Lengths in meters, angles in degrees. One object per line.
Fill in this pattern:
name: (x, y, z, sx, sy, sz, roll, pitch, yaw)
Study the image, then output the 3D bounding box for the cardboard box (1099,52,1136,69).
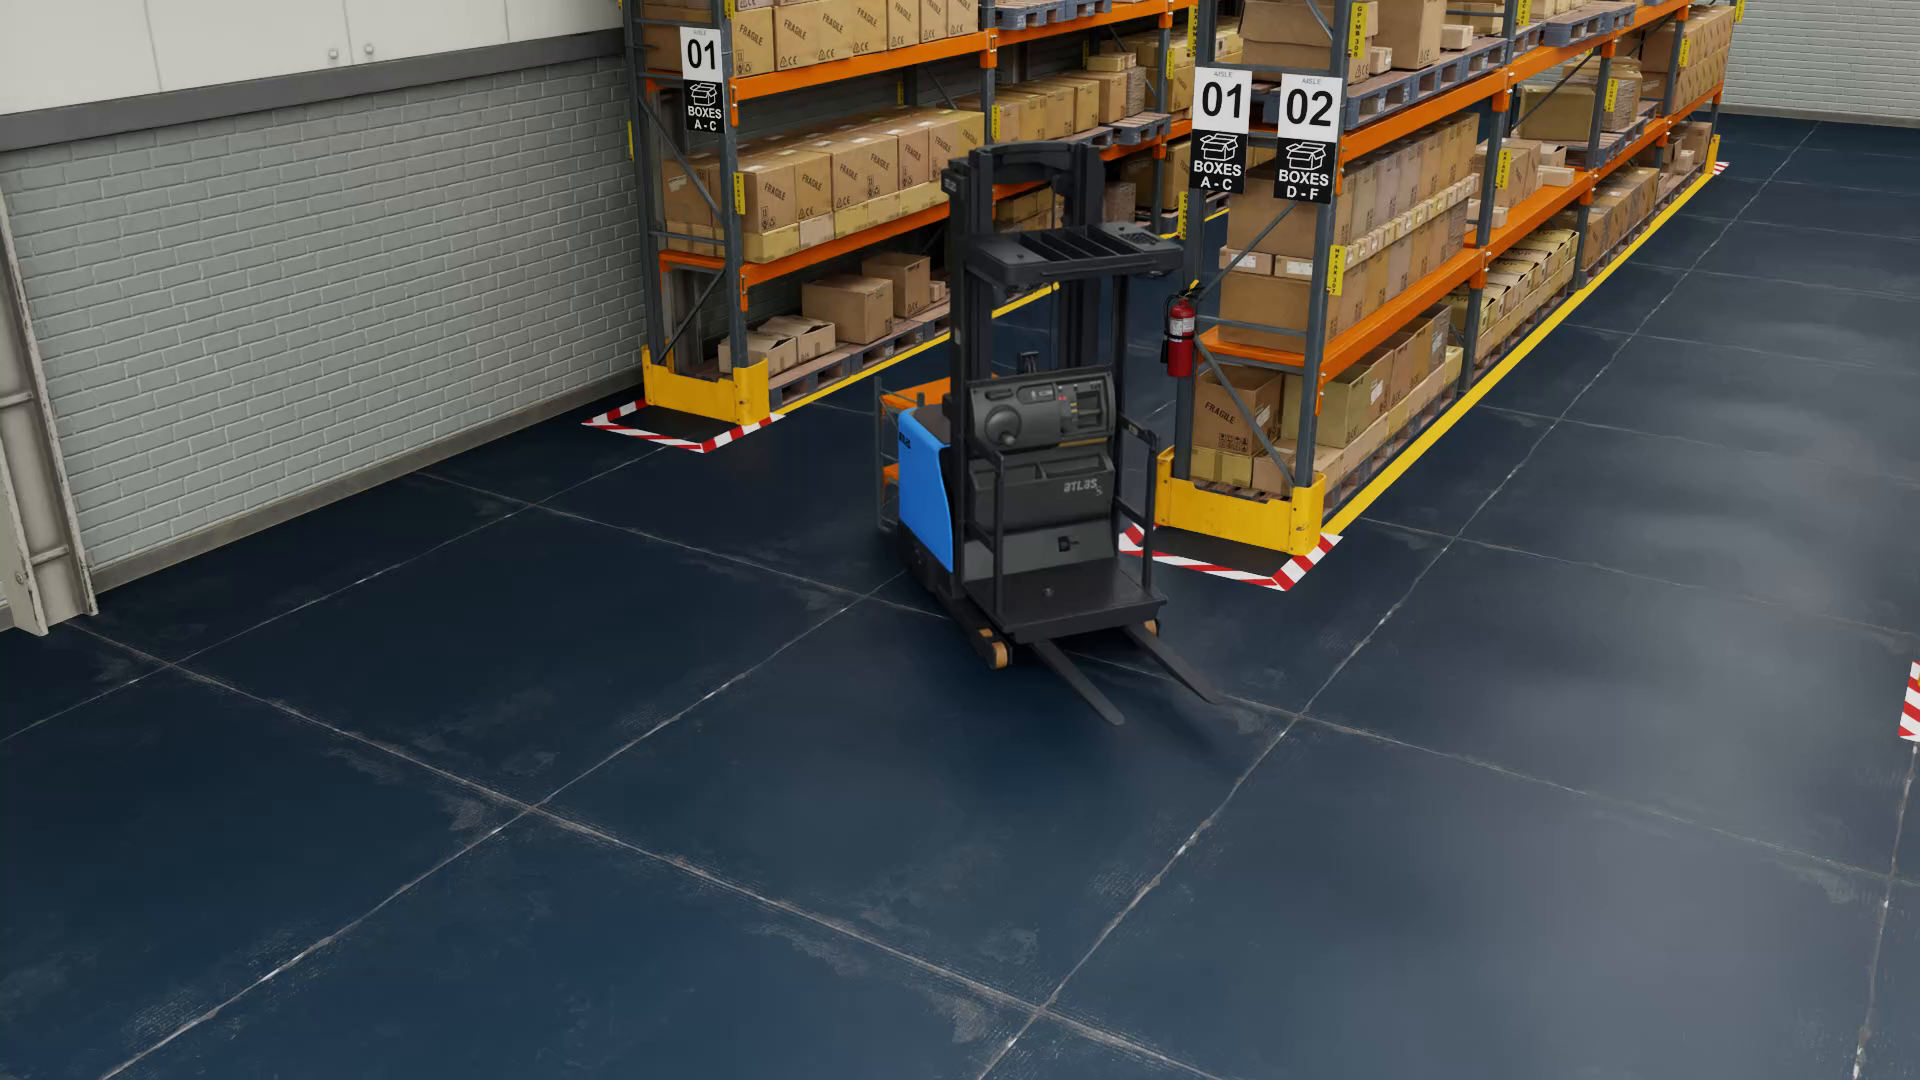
cardboard box: (1.838, -5.605, 19.426, 0.380, 0.149, 0.250, 10, 25, 22)

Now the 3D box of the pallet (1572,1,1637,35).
pallet: (5.923, -5.188, 16.420, 1.213, 0.211, 1.003, 15, 28, 31)

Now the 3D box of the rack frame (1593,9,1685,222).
rack frame: (8.315, -5.496, 20.669, 1.000, 3.000, 0.127, 14, 27, 29)

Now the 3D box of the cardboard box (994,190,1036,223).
cardboard box: (0.488, -3.632, 18.014, 0.500, 0.250, 0.500, 13, 27, 28)

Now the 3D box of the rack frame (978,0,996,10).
rack frame: (-0.116, -6.585, 15.635, 1.000, 3.000, 0.127, 14, 27, 29)

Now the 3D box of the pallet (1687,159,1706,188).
pallet: (9.965, -5.271, 23.660, 1.003, 0.211, 1.213, 14, 27, 29)

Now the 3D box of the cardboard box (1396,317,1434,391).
cardboard box: (3.502, -1.532, 13.502, 0.500, 0.500, 0.500, 14, 27, 29)

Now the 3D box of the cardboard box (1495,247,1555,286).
cardboard box: (5.601, -2.759, 16.574, 0.500, 0.311, 0.500, 14, 27, 29)

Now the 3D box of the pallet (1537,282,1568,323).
pallet: (5.737, -2.596, 17.481, 1.003, 0.211, 1.213, 14, 27, 29)

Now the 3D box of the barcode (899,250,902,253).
barcode: (-0.604, -2.902, 16.868, 0.001, 0.075, 0.075, 14, 27, 29)

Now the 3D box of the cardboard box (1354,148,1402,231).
cardboard box: (2.808, -2.608, 12.241, 0.700, 0.500, 0.500, 14, 27, 29)

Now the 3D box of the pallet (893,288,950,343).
pallet: (-0.440, -2.319, 16.840, 1.003, 0.211, 1.213, 14, 27, 29)

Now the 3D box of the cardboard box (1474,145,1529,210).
cardboard box: (5.056, -3.444, 15.804, 0.500, 0.500, 0.500, 14, 27, 29)

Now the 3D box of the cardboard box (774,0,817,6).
cardboard box: (-1.508, -4.611, 13.439, 0.500, 0.500, 0.500, 14, 27, 28)

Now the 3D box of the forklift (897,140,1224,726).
forklift: (0.584, -0.759, 9.813, 1.130, 2.935, 3.031, -9, 25, -20)

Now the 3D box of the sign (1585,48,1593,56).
sign: (7.850, -6.004, 20.754, 0.100, 0.325, 0.005, 14, 27, 29)

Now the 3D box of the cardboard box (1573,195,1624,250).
cardboard box: (7.228, -3.640, 18.976, 0.500, 0.500, 0.500, 13, 27, 28)

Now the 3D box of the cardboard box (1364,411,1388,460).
cardboard box: (2.982, -0.849, 12.868, 0.500, 0.250, 0.500, 14, 27, 29)

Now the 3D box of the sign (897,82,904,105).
sign: (-0.589, -4.479, 16.863, 0.100, 0.325, 0.005, 14, 27, 29)

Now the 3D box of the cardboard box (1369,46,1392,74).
cardboard box: (2.755, -3.324, 11.488, 0.380, 0.149, 0.250, 14, 27, 29)

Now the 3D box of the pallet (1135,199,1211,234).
pallet: (2.474, -4.153, 21.078, 1.003, 0.211, 1.213, 14, 27, 29)

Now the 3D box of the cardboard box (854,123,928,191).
cardboard box: (-0.635, -3.555, 15.406, 0.500, 0.500, 0.500, 13, 27, 27)

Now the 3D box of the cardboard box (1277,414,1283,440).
cardboard box: (2.270, -0.790, 12.733, 0.500, 0.250, 0.500, 14, 27, 29)

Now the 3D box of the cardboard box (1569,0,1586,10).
cardboard box: (5.752, -5.300, 16.102, 0.500, 0.250, 0.500, 15, 27, 30)

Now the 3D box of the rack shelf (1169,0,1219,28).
rack shelf: (3.049, -6.904, 21.052, 1.077, 0.370, 4.000, 14, 27, 29)

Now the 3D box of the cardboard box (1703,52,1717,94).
cardboard box: (9.881, -6.340, 22.494, 0.500, 0.500, 0.500, 14, 27, 29)

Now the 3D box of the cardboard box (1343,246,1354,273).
cardboard box: (2.512, -1.966, 11.573, 0.380, 0.149, 0.250, 13, 27, 28)

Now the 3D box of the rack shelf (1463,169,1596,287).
rack shelf: (5.150, -3.140, 16.134, 1.077, 0.370, 4.000, 14, 27, 29)

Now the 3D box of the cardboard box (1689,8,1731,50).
cardboard box: (10.158, -6.972, 22.695, 0.500, 0.500, 0.500, 15, 27, 30)

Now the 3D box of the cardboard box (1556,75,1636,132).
cardboard box: (7.086, -4.889, 18.613, 0.700, 0.500, 0.500, 20, 31, 39)

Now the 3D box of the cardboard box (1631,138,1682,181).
cardboard box: (9.301, -5.187, 22.545, 0.797, 0.503, 0.637, 14, 27, 29)

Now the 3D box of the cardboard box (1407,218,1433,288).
cardboard box: (3.325, -2.342, 13.259, 0.700, 0.500, 0.500, 14, 27, 30)

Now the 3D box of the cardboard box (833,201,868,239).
cardboard box: (-1.163, -2.870, 14.767, 0.500, 0.250, 0.500, 13, 27, 28)

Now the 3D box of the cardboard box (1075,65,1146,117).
cardboard box: (1.755, -5.269, 19.467, 0.700, 0.500, 0.500, 11, 26, 23)

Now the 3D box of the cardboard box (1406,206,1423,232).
cardboard box: (3.325, -2.484, 12.770, 0.380, 0.149, 0.250, 15, 28, 31)

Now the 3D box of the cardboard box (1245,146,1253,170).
cardboard box: (3.406, -5.191, 22.143, 0.750, 0.750, 0.750, 15, 27, 31)

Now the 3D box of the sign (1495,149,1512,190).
sign: (4.567, -3.113, 13.977, 0.100, 0.325, 0.005, 14, 27, 29)

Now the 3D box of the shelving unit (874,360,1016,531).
shelving unit: (-0.040, -0.679, 11.902, 1.048, 1.125, 0.538, -20, 30, -38)

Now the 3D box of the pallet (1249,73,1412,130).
pallet: (2.380, -3.015, 11.274, 1.003, 0.211, 1.213, 14, 27, 29)

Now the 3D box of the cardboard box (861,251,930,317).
cardboard box: (-0.629, -2.528, 16.407, 0.500, 0.500, 0.500, 12, 26, 25)

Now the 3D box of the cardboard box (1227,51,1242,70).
cardboard box: (3.283, -6.004, 21.317, 0.500, 0.500, 0.500, 15, 27, 30)

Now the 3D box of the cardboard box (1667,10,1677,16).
cardboard box: (9.429, -6.910, 22.552, 0.500, 0.500, 0.500, 14, 27, 30)

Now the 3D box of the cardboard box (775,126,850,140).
cardboard box: (-1.349, -3.484, 15.241, 0.500, 0.500, 0.500, 14, 27, 30)

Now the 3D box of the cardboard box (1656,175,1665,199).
cardboard box: (8.720, -4.560, 21.338, 0.500, 0.311, 0.500, 14, 27, 29)

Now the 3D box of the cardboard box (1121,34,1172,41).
cardboard box: (2.290, -6.100, 20.595, 0.500, 0.250, 0.500, 13, 27, 27)

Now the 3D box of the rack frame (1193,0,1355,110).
rack frame: (1.985, -4.199, 10.121, 1.000, 3.000, 0.127, 14, 27, 29)

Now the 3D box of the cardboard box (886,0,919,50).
cardboard box: (-0.710, -4.679, 14.855, 0.500, 0.500, 0.500, 13, 26, 27)

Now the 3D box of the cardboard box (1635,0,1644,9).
cardboard box: (6.950, -6.070, 18.094, 0.910, 0.500, 0.500, 14, 27, 29)

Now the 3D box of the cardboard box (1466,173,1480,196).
cardboard box: (4.133, -3.002, 13.967, 0.380, 0.149, 0.250, 14, 27, 29)

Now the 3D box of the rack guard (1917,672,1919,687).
rack guard: (6.191, 0.705, 9.491, 1.175, 0.500, 0.348, 14, 27, 29)

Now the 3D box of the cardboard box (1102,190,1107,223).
cardboard box: (1.288, -3.834, 19.423, 0.700, 0.500, 0.500, 14, 27, 29)

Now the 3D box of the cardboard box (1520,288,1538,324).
cardboard box: (5.329, -2.330, 16.288, 0.500, 0.250, 0.500, 14, 27, 30)
